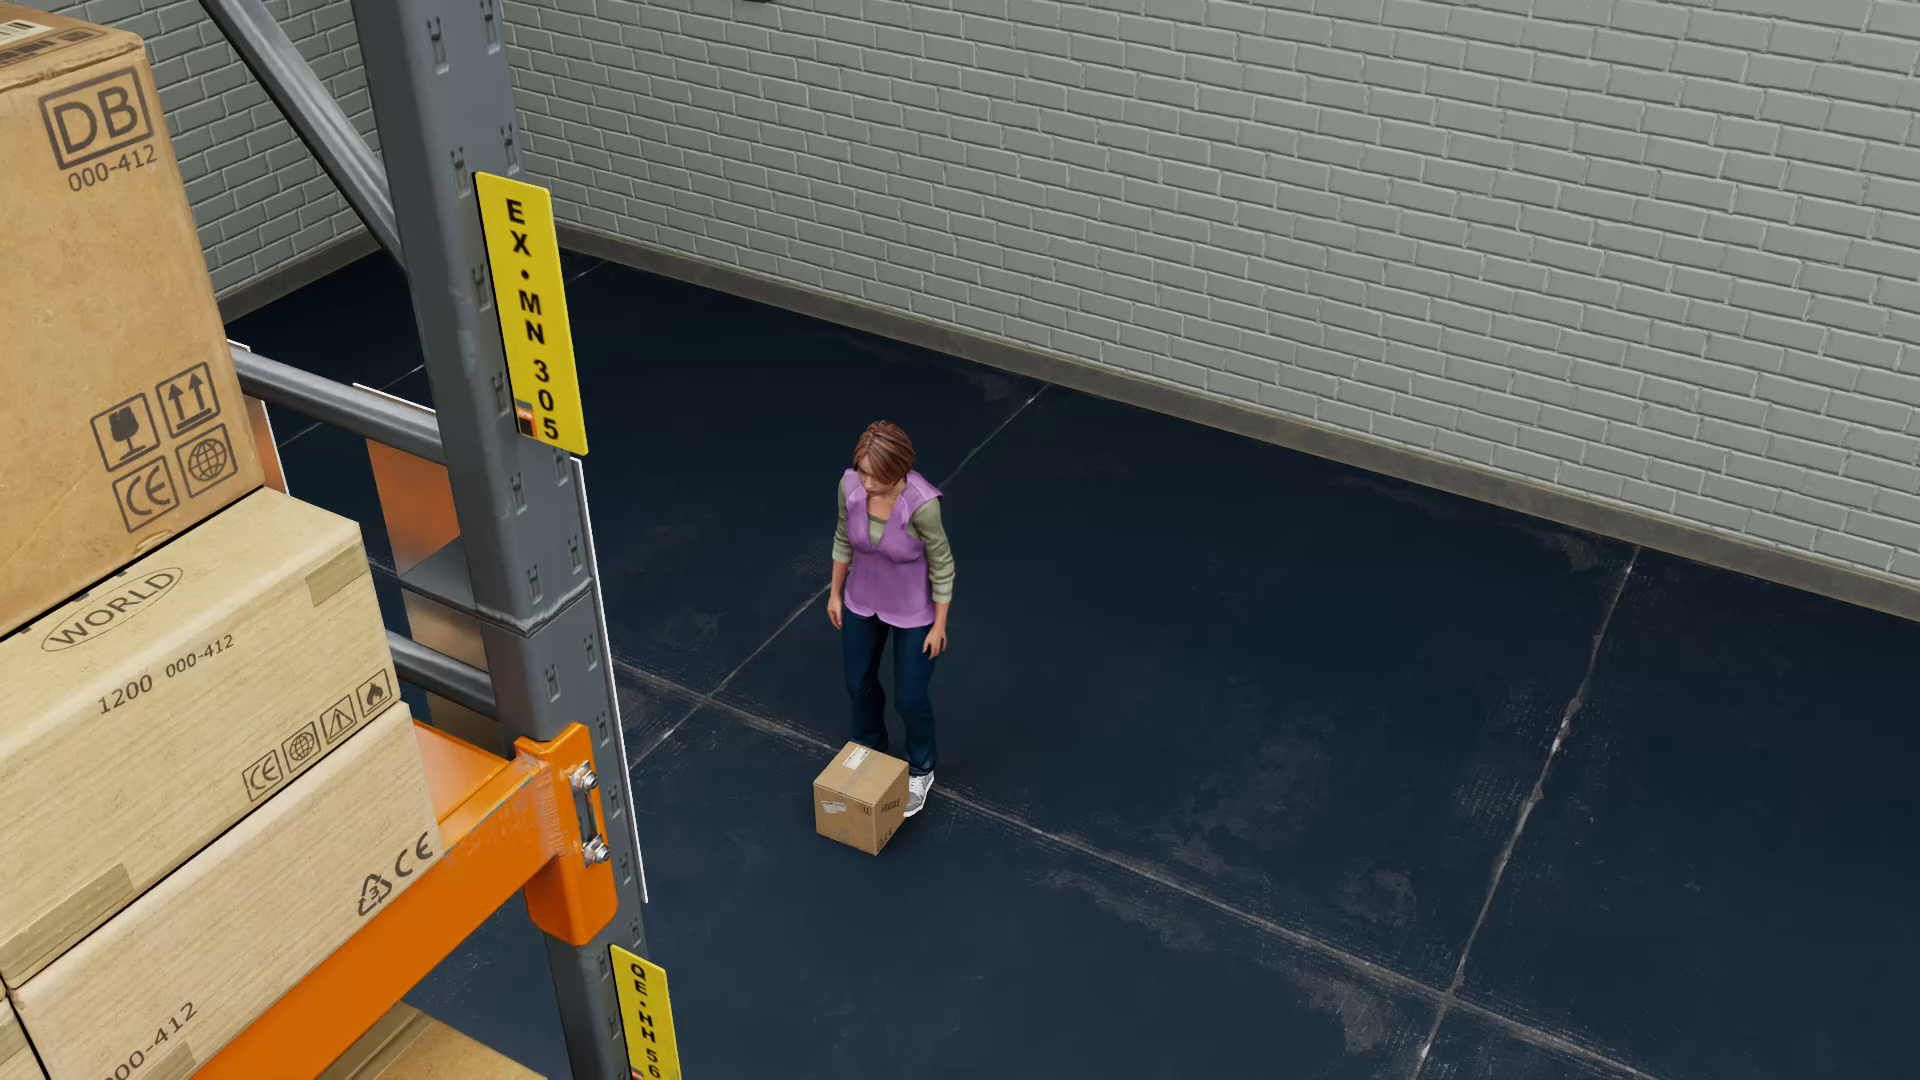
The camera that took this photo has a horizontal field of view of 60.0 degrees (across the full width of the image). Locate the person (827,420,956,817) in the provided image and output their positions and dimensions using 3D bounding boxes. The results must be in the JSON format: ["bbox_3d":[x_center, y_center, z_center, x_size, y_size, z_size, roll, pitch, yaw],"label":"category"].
[{"bbox_3d":[-0.242,0.256,5.785,0.467,1.590,0.349,16,38,22],"label":"person"}]
